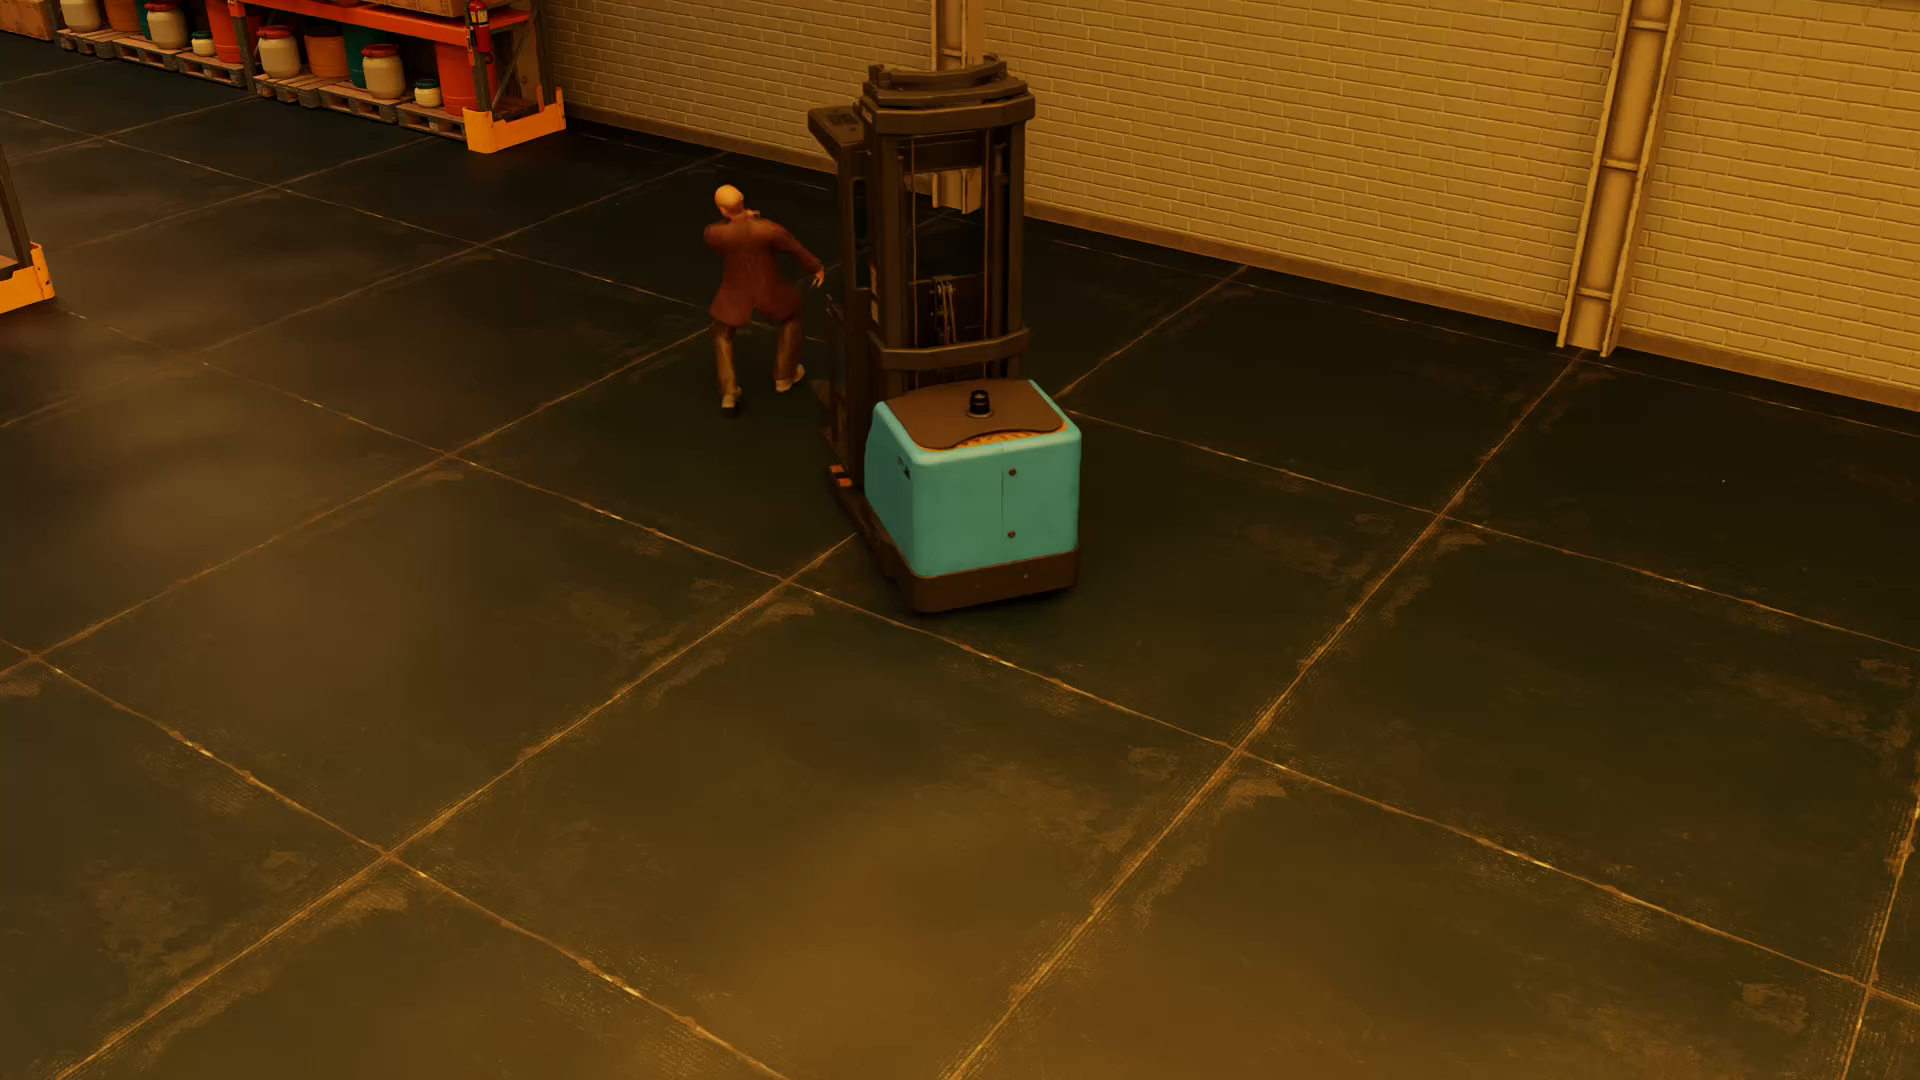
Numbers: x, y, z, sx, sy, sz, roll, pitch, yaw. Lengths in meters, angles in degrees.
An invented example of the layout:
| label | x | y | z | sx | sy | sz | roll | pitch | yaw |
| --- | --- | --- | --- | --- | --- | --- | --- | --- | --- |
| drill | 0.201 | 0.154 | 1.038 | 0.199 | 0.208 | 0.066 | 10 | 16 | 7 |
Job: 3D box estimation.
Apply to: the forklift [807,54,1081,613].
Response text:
| label | x | y | z | sx | sy | sz | roll | pitch | yaw |
| --- | --- | --- | --- | --- | --- | --- | --- | --- | --- |
| forklift | -0.263 | -1.571 | 10.287 | 1.130 | 2.935 | 3.031 | -10 | 32 | -17 |

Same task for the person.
| label | x | y | z | sx | sy | sz | roll | pitch | yaw |
| --- | --- | --- | --- | --- | --- | --- | --- | --- | --- |
| person | -1.412 | -1.852 | 12.058 | 0.863 | 1.617 | 0.936 | -5 | 31 | -9 |
